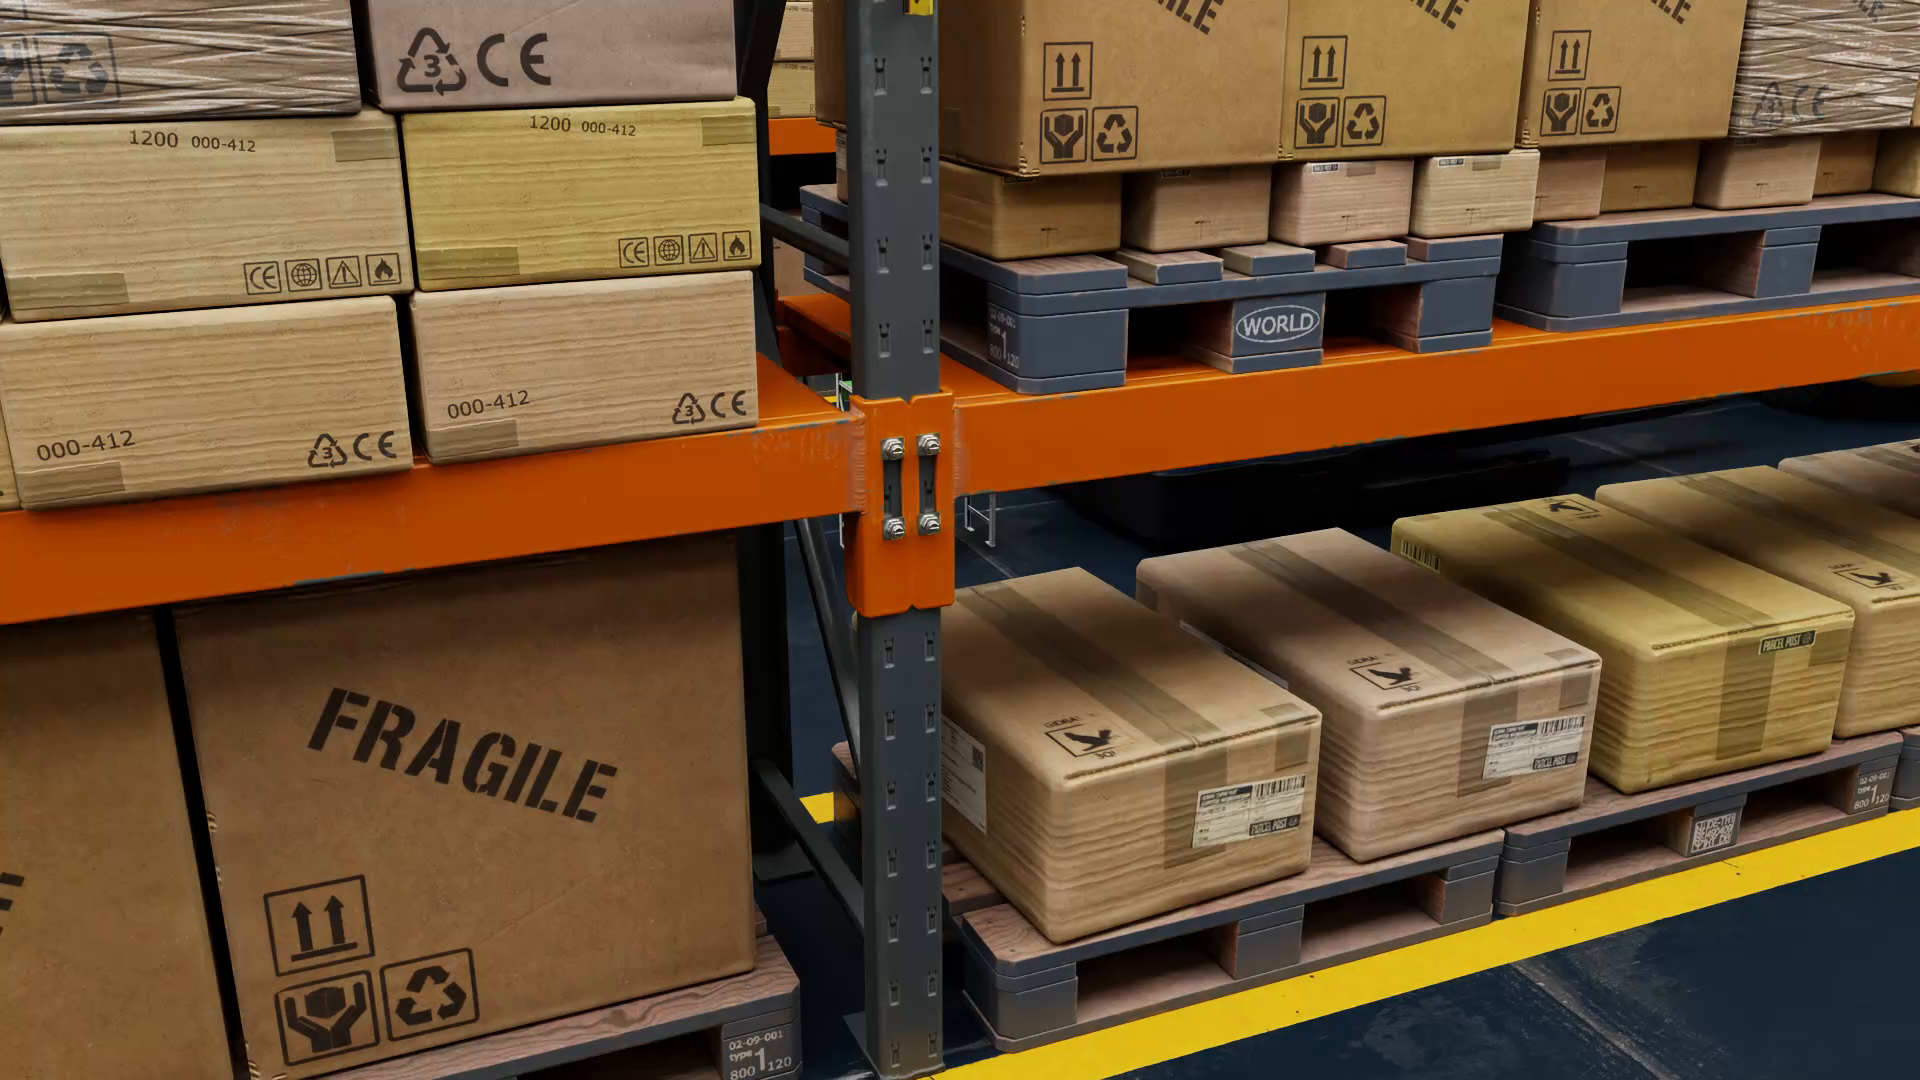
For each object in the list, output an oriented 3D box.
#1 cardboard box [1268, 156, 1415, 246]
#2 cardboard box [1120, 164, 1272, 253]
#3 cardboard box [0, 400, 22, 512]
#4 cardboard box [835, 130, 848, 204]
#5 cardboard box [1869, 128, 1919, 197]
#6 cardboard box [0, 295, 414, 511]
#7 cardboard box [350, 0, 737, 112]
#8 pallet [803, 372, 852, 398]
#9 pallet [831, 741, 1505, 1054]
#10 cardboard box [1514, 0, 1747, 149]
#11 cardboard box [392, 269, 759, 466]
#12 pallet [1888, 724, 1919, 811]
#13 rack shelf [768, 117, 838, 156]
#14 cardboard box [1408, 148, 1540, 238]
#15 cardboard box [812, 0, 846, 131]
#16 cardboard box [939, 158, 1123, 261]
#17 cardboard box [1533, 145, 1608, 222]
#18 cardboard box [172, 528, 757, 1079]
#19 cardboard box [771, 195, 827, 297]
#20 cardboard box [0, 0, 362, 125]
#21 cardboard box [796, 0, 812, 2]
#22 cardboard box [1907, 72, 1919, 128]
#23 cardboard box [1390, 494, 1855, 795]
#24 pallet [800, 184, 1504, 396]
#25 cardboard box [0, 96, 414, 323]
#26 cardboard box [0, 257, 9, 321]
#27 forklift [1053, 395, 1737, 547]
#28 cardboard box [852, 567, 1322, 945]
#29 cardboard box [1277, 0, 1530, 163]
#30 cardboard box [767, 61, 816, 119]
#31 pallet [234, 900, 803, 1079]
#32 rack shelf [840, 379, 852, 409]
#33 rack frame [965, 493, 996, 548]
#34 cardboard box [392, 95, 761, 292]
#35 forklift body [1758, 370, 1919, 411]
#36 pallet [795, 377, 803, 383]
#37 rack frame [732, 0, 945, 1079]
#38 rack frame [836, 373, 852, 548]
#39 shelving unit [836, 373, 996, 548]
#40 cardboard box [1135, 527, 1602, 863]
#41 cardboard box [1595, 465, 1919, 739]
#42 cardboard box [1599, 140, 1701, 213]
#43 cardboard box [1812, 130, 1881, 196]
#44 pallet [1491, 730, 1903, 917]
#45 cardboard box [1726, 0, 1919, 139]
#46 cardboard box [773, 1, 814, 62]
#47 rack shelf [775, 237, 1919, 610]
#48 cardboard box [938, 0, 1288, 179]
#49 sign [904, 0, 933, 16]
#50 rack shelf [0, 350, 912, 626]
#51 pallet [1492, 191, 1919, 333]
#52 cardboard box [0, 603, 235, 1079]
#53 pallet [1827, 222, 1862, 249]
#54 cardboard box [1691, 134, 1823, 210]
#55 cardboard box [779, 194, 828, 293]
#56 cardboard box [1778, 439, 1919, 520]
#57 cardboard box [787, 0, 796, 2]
[{"bbox_3d":[0.630,-0.664,3.138,0.250,0.149,0.380,-10,22,-25],"label":"cardboard box"},{"bbox_3d":[0.361,-0.642,3.076,0.250,0.149,0.380,-10,22,-25],"label":"cardboard box"},{"bbox_3d":[-1.577,-0.200,2.299,0.500,0.250,0.500,-8,21,-22],"label":"cardboard box"},{"bbox_3d":[-0.077,-0.744,3.365,0.250,0.149,0.380,-7,21,-20],"label":"cardboard box"},{"bbox_3d":[2.083,-0.874,3.733,0.250,0.149,0.380,-8,21,-22],"label":"cardboard box"},{"bbox_3d":[-1.109,-0.261,2.473,0.500,0.250,0.500,-8,21,-21],"label":"cardboard box"},{"bbox_3d":[-0.655,-0.921,2.464,0.500,0.500,0.500,-9,21,-23],"label":"cardboard box"},{"bbox_3d":[-0.364,-1.003,8.553,1.213,0.211,1.003,-8,21,-22],"label":"pallet"},{"bbox_3d":[0.434,0.663,3.821,1.213,0.211,1.003,-8,21,-22],"label":"pallet"},{"bbox_3d":[1.181,-1.066,3.304,0.500,0.500,0.500,-8,21,-21],"label":"cardboard box"},{"bbox_3d":[-0.646,-0.333,2.678,0.500,0.250,0.500,-9,21,-24],"label":"cardboard box"},{"bbox_3d":[2.674,0.342,4.732,1.213,0.211,1.003,-8,21,-22],"label":"pallet"},{"bbox_3d":[-0.417,-1.987,8.231,4.000,0.370,1.077,-8,21,-22],"label":"rack shelf"},{"bbox_3d":[0.891,-0.694,3.223,0.250,0.149,0.380,-8,21,-22],"label":"cardboard box"},{"bbox_3d":[0.023,-1.080,3.342,0.500,0.500,0.500,-9,21,-23],"label":"cardboard box"},{"bbox_3d":[0.088,-0.615,2.999,0.250,0.149,0.380,-9,22,-25],"label":"cardboard box"},{"bbox_3d":[1.081,-0.750,3.380,0.250,0.149,0.380,-7,21,-19],"label":"cardboard box"},{"bbox_3d":[-0.951,0.320,3.164,0.875,0.875,0.875,-8,21,-22],"label":"cardboard box"},{"bbox_3d":[-1.079,-1.307,8.161,0.625,0.625,0.875,-7,21,-20],"label":"cardboard box"},{"bbox_3d":[-1.123,-0.851,2.266,0.500,0.500,0.500,-8,21,-21],"label":"cardboard box"},{"bbox_3d":[-0.664,-2.541,7.595,0.250,0.149,0.380,-8,21,-21],"label":"cardboard box"},{"bbox_3d":[2.124,-1.199,3.680,0.500,0.500,0.500,-7,21,-20],"label":"cardboard box"},{"bbox_3d":[1.611,0.223,4.197,0.625,0.372,0.950,-7,21,-20],"label":"cardboard box"},{"bbox_3d":[0.328,-0.585,3.457,1.003,0.211,1.213,-8,21,-22],"label":"pallet"},{"bbox_3d":[-1.098,-0.505,2.413,0.500,0.250,0.500,-9,21,-23],"label":"cardboard box"},{"bbox_3d":[-1.560,-0.431,2.204,0.500,0.250,0.500,-9,21,-23],"label":"cardboard box"},{"bbox_3d":[1.816,-1.674,6.362,3.031,2.935,1.130,-9,21,-24],"label":"forklift"},{"bbox_3d":[0.238,0.420,3.636,0.625,0.372,0.950,-10,22,-26],"label":"cardboard box"},{"bbox_3d":[0.696,-0.995,3.100,0.500,0.500,0.500,-7,21,-19],"label":"cardboard box"},{"bbox_3d":[-0.816,-2.111,7.726,0.500,0.250,0.500,-9,21,-24],"label":"cardboard box"},{"bbox_3d":[-1.038,0.846,3.301,1.213,0.211,1.003,-8,21,-22],"label":"pallet"},{"bbox_3d":[-0.152,-0.484,5.782,0.480,0.148,0.258,-8,21,-22],"label":"rack shelf"},{"bbox_3d":[0.072,-0.576,5.852,0.015,1.200,0.240,-8,21,-22],"label":"rack frame"},{"bbox_3d":[-0.628,-0.574,2.608,0.500,0.250,0.500,-8,21,-22],"label":"cardboard box"},{"bbox_3d":[4.073,-1.909,8.206,1.214,2.155,2.313,-8,21,-22],"label":"forklift body"},{"bbox_3d":[-1.483,-0.844,8.101,1.213,0.211,1.003,-8,21,-22],"label":"pallet"},{"bbox_3d":[-0.284,-0.550,3.067,0.127,3.000,1.000,-8,21,-22],"label":"rack frame"},{"bbox_3d":[-0.376,-0.512,5.670,0.015,1.200,0.240,-8,21,-22],"label":"rack frame"},{"bbox_3d":[-0.152,-0.544,5.761,0.503,1.200,0.258,-8,21,-22],"label":"shelving unit"},{"bbox_3d":[0.913,0.321,3.919,0.625,0.372,0.950,-9,21,-23],"label":"cardboard box"},{"bbox_3d":[2.249,0.131,4.458,0.625,0.372,0.950,-7,21,-19],"label":"cardboard box"},{"bbox_3d":[1.325,-0.799,3.520,0.250,0.149,0.380,-7,21,-20],"label":"cardboard box"},{"bbox_3d":[1.800,-0.870,3.724,0.250,0.149,0.380,-9,21,-24],"label":"cardboard box"},{"bbox_3d":[1.552,0.504,4.273,1.213,0.211,1.003,-8,21,-22],"label":"pallet"},{"bbox_3d":[1.643,-1.130,3.484,0.500,0.500,0.500,-9,21,-24],"label":"cardboard box"},{"bbox_3d":[-0.802,-2.341,7.626,0.500,0.250,0.500,-9,21,-23],"label":"cardboard box"},{"bbox_3d":[1.552,-0.473,3.933,4.000,0.370,1.077,-8,21,-22],"label":"rack shelf"},{"bbox_3d":[0.221,-0.924,2.899,0.500,0.500,0.500,-9,21,-23],"label":"cardboard box"},{"bbox_3d":[-0.061,-0.927,2.395,0.005,0.325,0.100,-8,21,-22],"label":"sign"},{"bbox_3d":[-2.121,0.053,2.439,4.000,0.370,1.077,-8,21,-22],"label":"rack shelf"},{"bbox_3d":[1.517,-0.732,3.874,1.213,0.211,1.003,-8,21,-22],"label":"pallet"},{"bbox_3d":[-1.772,0.436,2.834,0.875,0.875,0.875,-8,21,-21],"label":"cardboard box"},{"bbox_3d":[2.629,-0.929,4.434,1.213,0.211,1.003,-8,21,-22],"label":"pallet"},{"bbox_3d":[1.591,-0.813,3.561,0.250,0.149,0.380,-7,21,-20],"label":"cardboard box"},{"bbox_3d":[-0.461,-1.396,8.413,0.625,0.625,0.875,-9,21,-24],"label":"cardboard box"},{"bbox_3d":[2.908,0.035,4.730,0.625,0.372,0.950,-8,21,-21],"label":"cardboard box"},{"bbox_3d":[-0.920,-2.526,7.551,0.250,0.149,0.380,-8,21,-21],"label":"cardboard box"}]
